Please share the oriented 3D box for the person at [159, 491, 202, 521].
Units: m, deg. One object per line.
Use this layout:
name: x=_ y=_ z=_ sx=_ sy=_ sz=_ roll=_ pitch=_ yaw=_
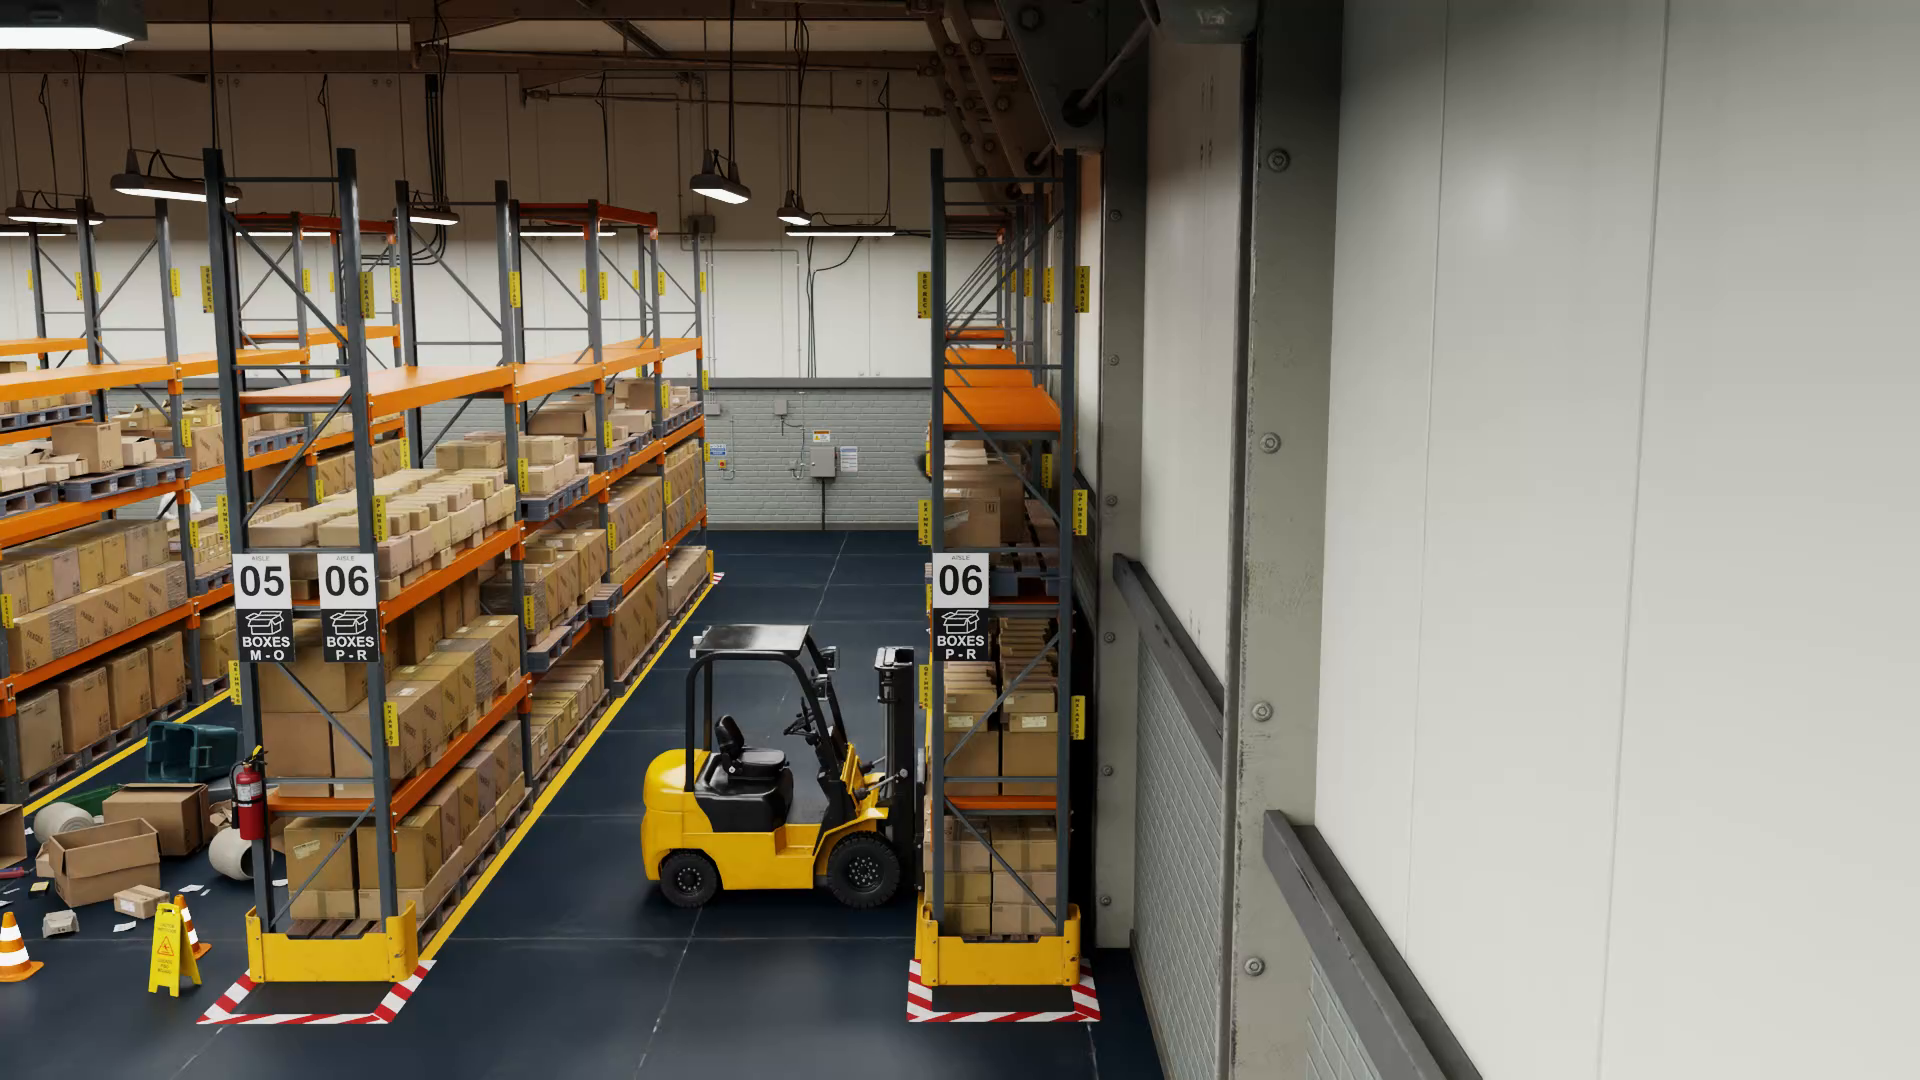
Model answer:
person: x=-13.144 y=-0.193 z=28.190 sx=0.846 sy=1.744 sz=0.730 roll=8 pitch=12 yaw=41
